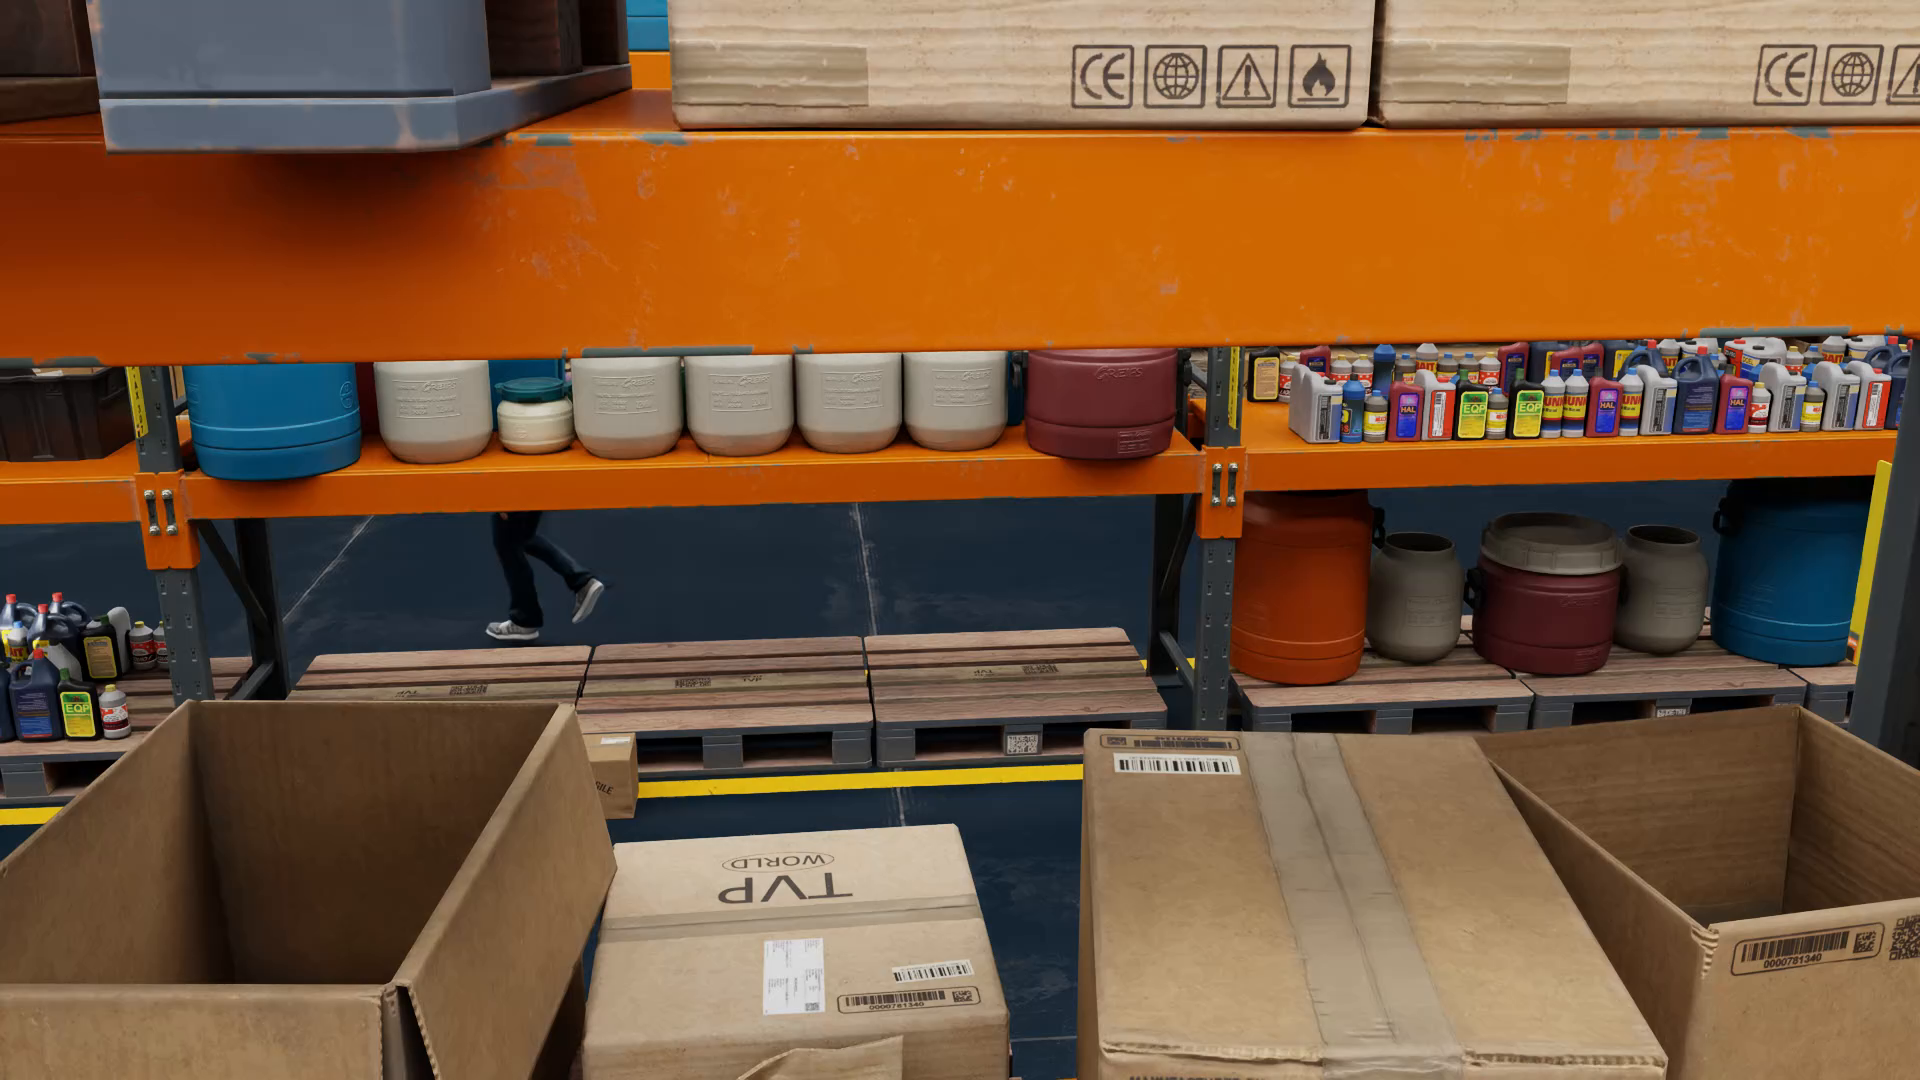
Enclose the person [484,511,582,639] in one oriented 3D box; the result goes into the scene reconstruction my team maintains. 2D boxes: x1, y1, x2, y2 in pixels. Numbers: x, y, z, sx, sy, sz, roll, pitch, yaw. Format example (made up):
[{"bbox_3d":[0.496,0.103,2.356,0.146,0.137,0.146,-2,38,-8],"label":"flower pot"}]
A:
[{"bbox_3d":[-2.098,-0.282,7.944,0.465,1.587,0.411,5,18,16],"label":"person"}]
